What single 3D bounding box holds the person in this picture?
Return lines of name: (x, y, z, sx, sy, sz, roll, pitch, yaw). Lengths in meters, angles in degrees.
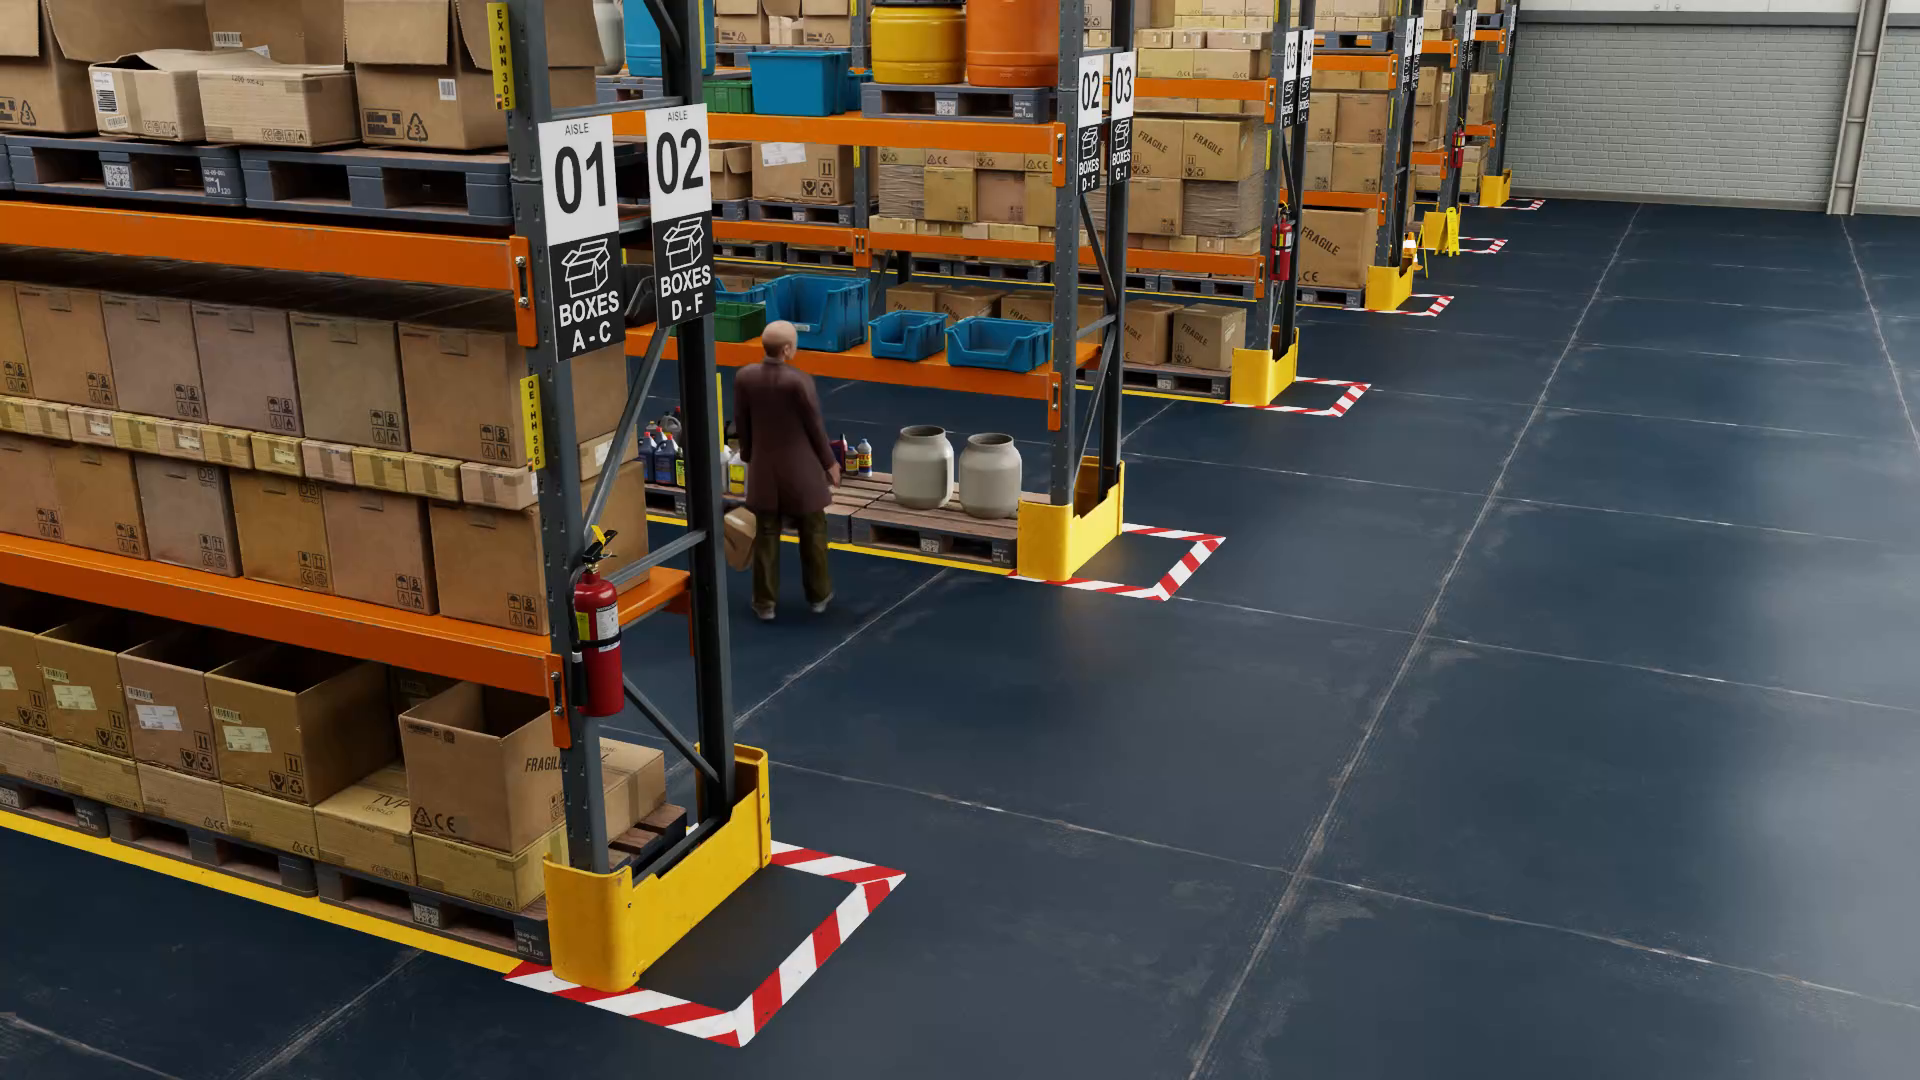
person: (-0.994, -0.434, 9.787, 0.609, 1.785, 0.586, 8, 20, 21)
